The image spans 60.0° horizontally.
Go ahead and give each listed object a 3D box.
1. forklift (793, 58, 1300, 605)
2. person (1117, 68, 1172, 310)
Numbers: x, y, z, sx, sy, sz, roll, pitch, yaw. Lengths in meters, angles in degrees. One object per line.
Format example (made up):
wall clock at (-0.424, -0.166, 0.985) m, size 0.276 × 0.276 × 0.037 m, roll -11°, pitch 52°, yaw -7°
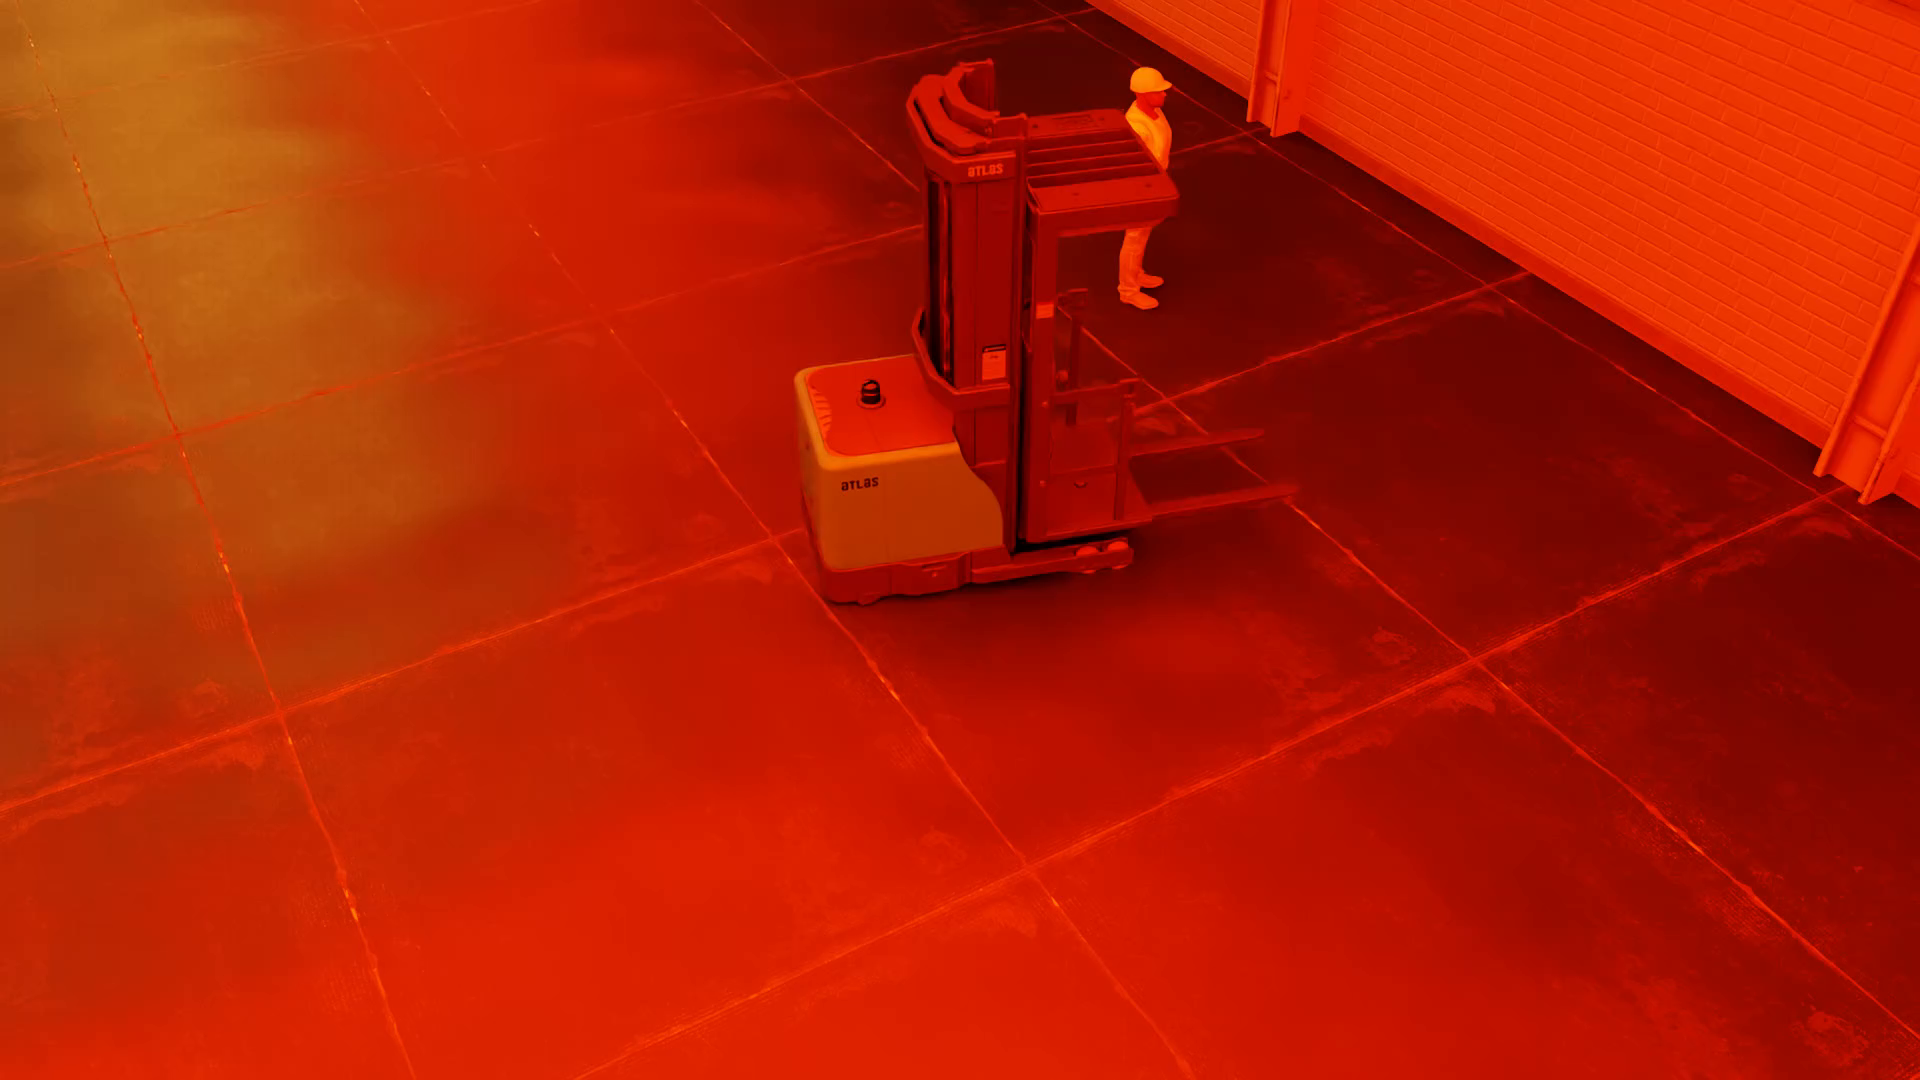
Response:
forklift at (0.571, -1.244, 9.536) m, size 3.031 × 2.935 × 1.130 m, roll -9°, pitch 40°, yaw -10°
person at (1.343, -2.568, 12.046) m, size 0.390 × 1.770 × 0.557 m, roll 10°, pitch 41°, yaw 11°
